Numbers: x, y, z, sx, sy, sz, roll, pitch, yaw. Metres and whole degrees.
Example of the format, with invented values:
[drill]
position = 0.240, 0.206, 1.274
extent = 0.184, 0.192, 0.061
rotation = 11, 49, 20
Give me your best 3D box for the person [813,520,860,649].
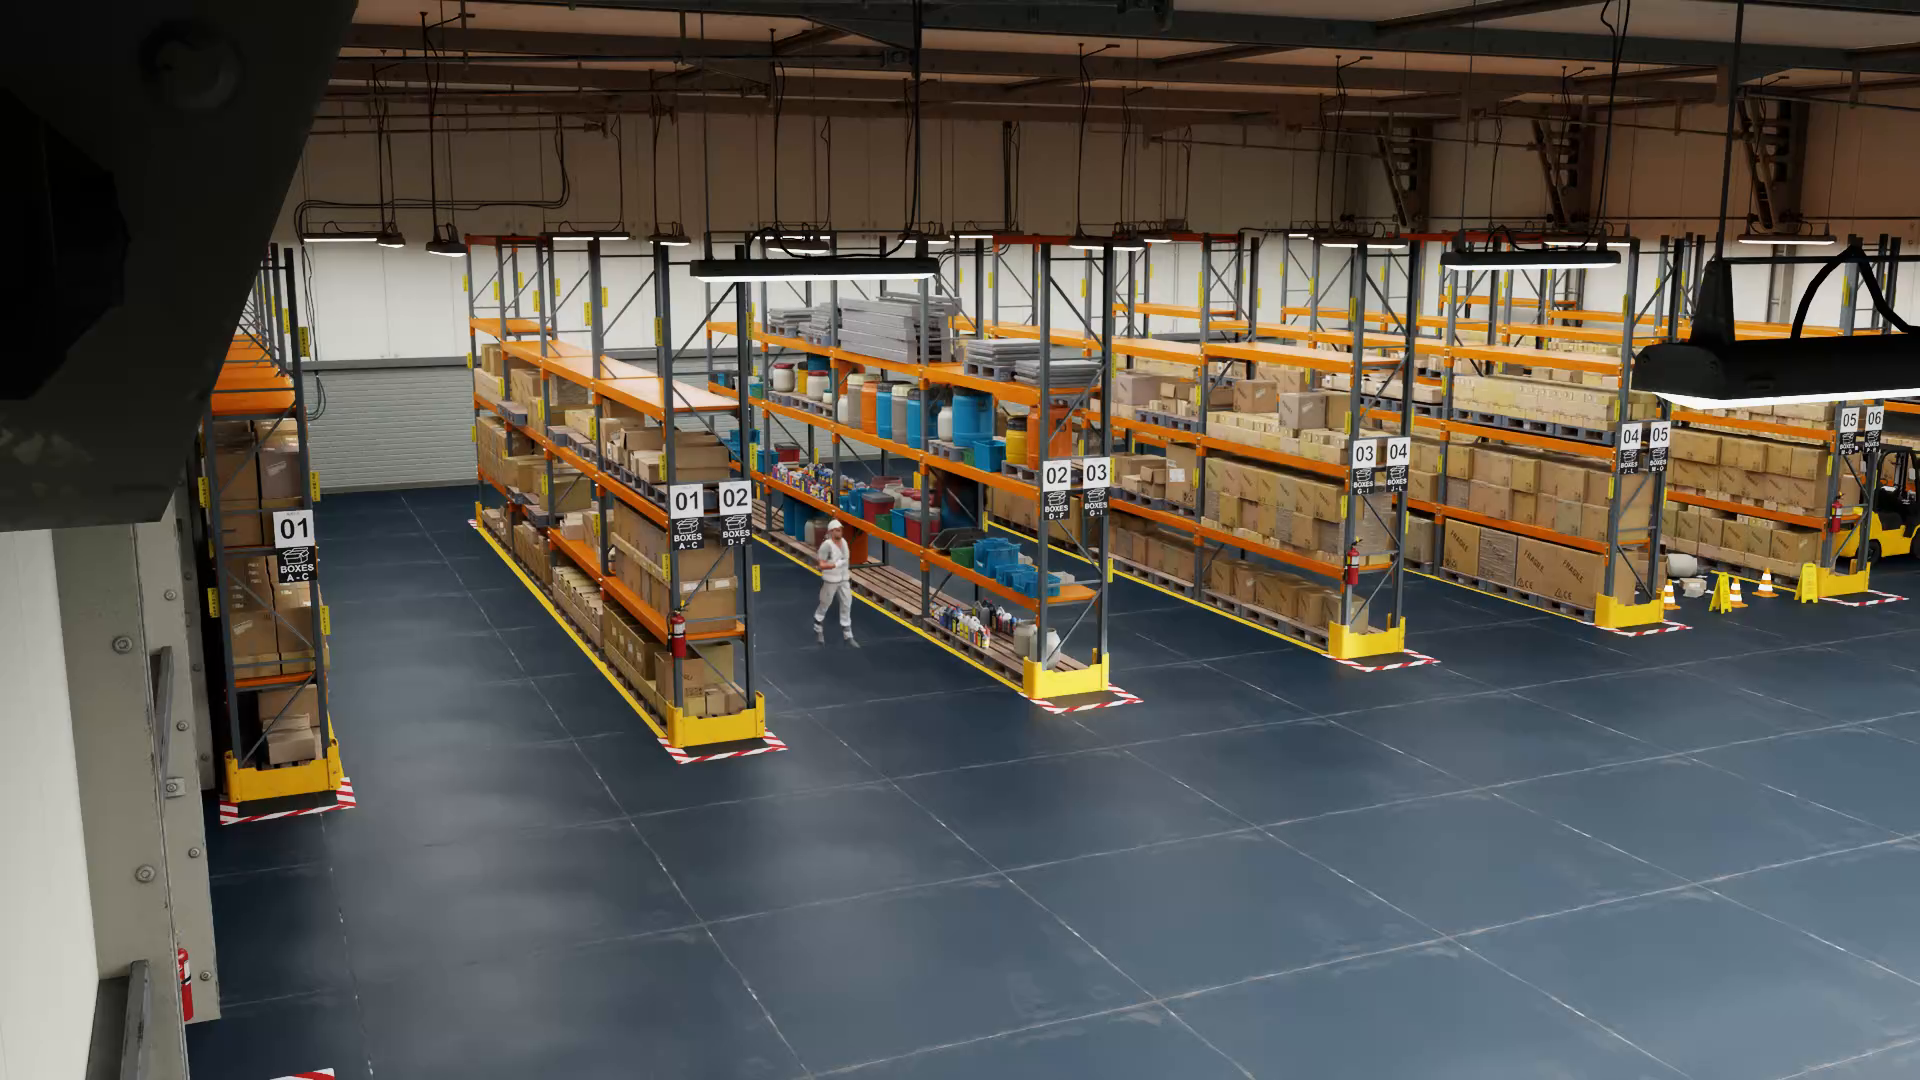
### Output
[person]
position = -1.775, 0.617, 23.620
extent = 0.663, 1.837, 0.876
rotation = -11, 15, -44
